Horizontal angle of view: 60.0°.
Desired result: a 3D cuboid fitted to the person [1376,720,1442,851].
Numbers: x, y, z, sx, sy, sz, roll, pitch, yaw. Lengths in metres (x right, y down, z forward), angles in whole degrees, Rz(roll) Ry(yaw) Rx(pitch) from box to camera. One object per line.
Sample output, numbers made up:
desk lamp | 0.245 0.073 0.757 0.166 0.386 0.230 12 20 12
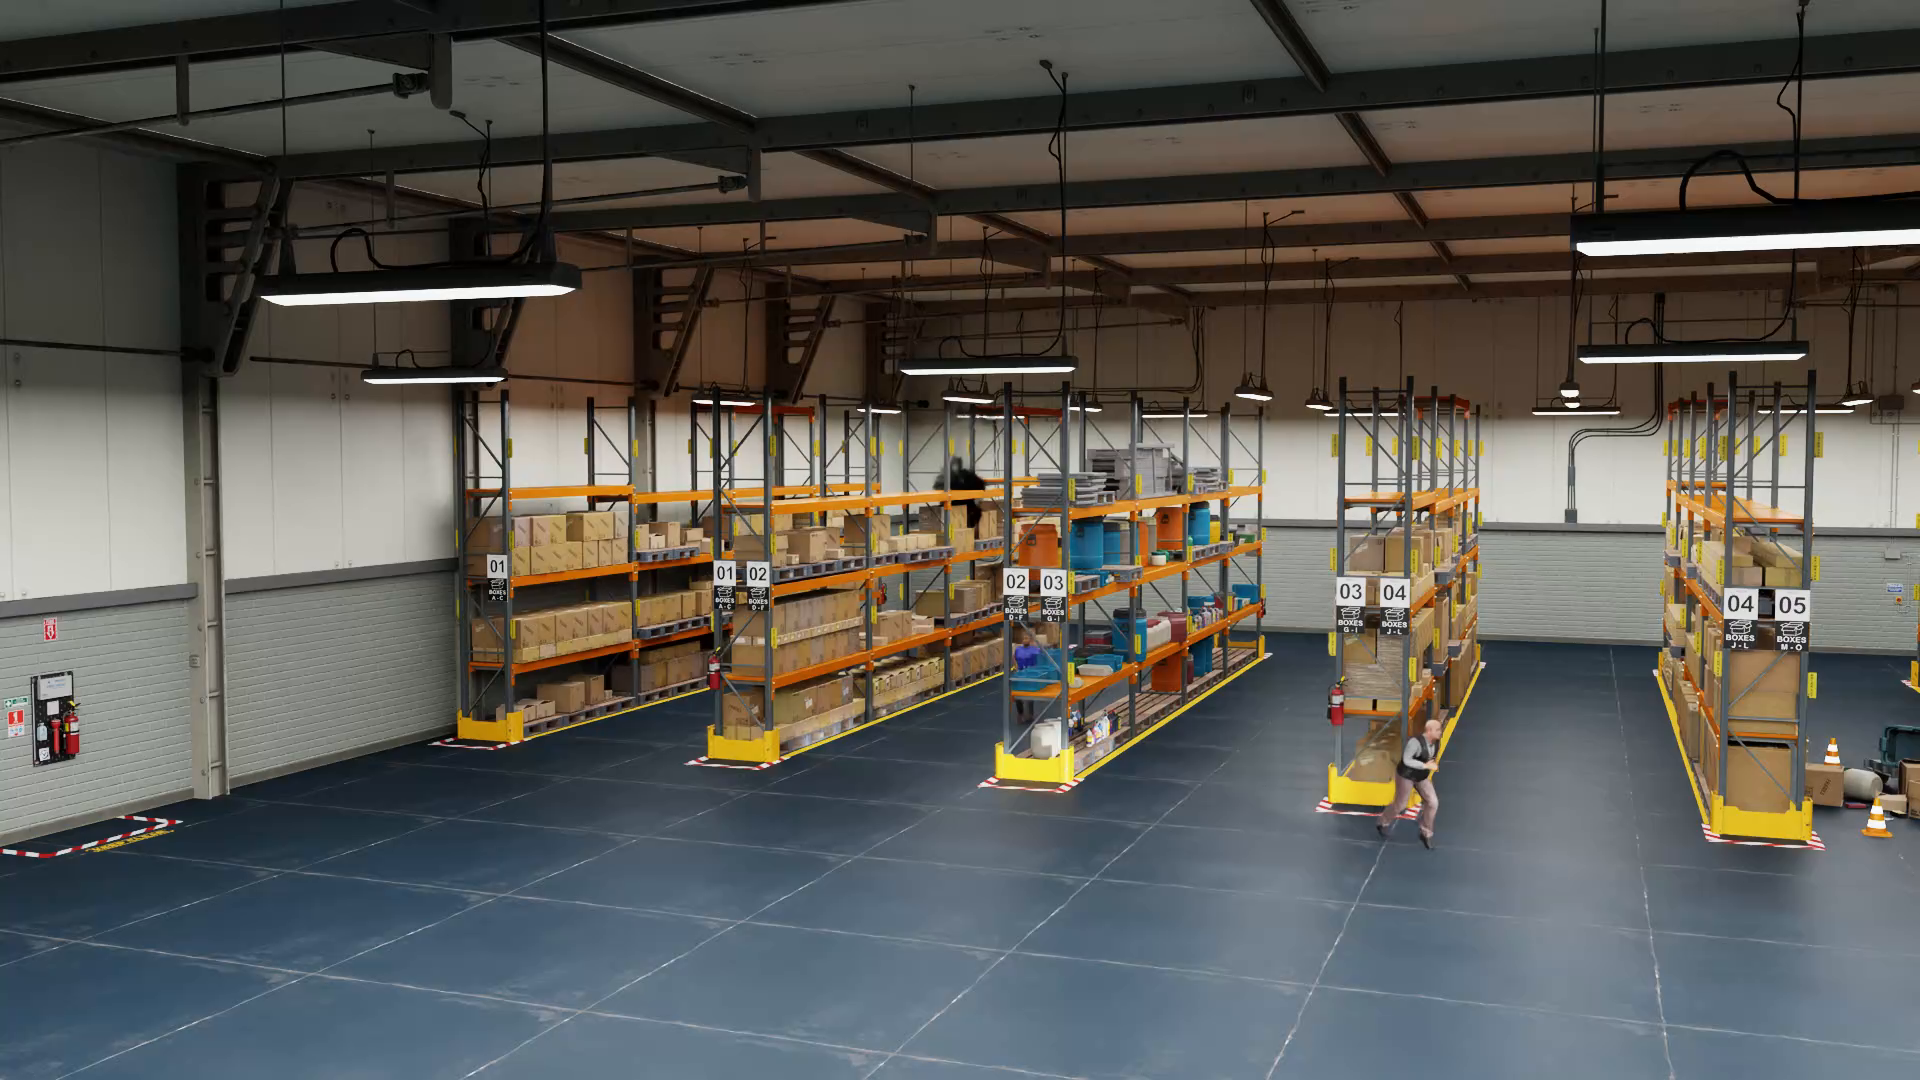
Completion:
person | 5.727 3.053 21.022 0.565 1.679 0.998 -2 4 -35

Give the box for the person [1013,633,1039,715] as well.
person | 1.181 2.459 30.233 0.549 1.544 0.682 1 3 17
